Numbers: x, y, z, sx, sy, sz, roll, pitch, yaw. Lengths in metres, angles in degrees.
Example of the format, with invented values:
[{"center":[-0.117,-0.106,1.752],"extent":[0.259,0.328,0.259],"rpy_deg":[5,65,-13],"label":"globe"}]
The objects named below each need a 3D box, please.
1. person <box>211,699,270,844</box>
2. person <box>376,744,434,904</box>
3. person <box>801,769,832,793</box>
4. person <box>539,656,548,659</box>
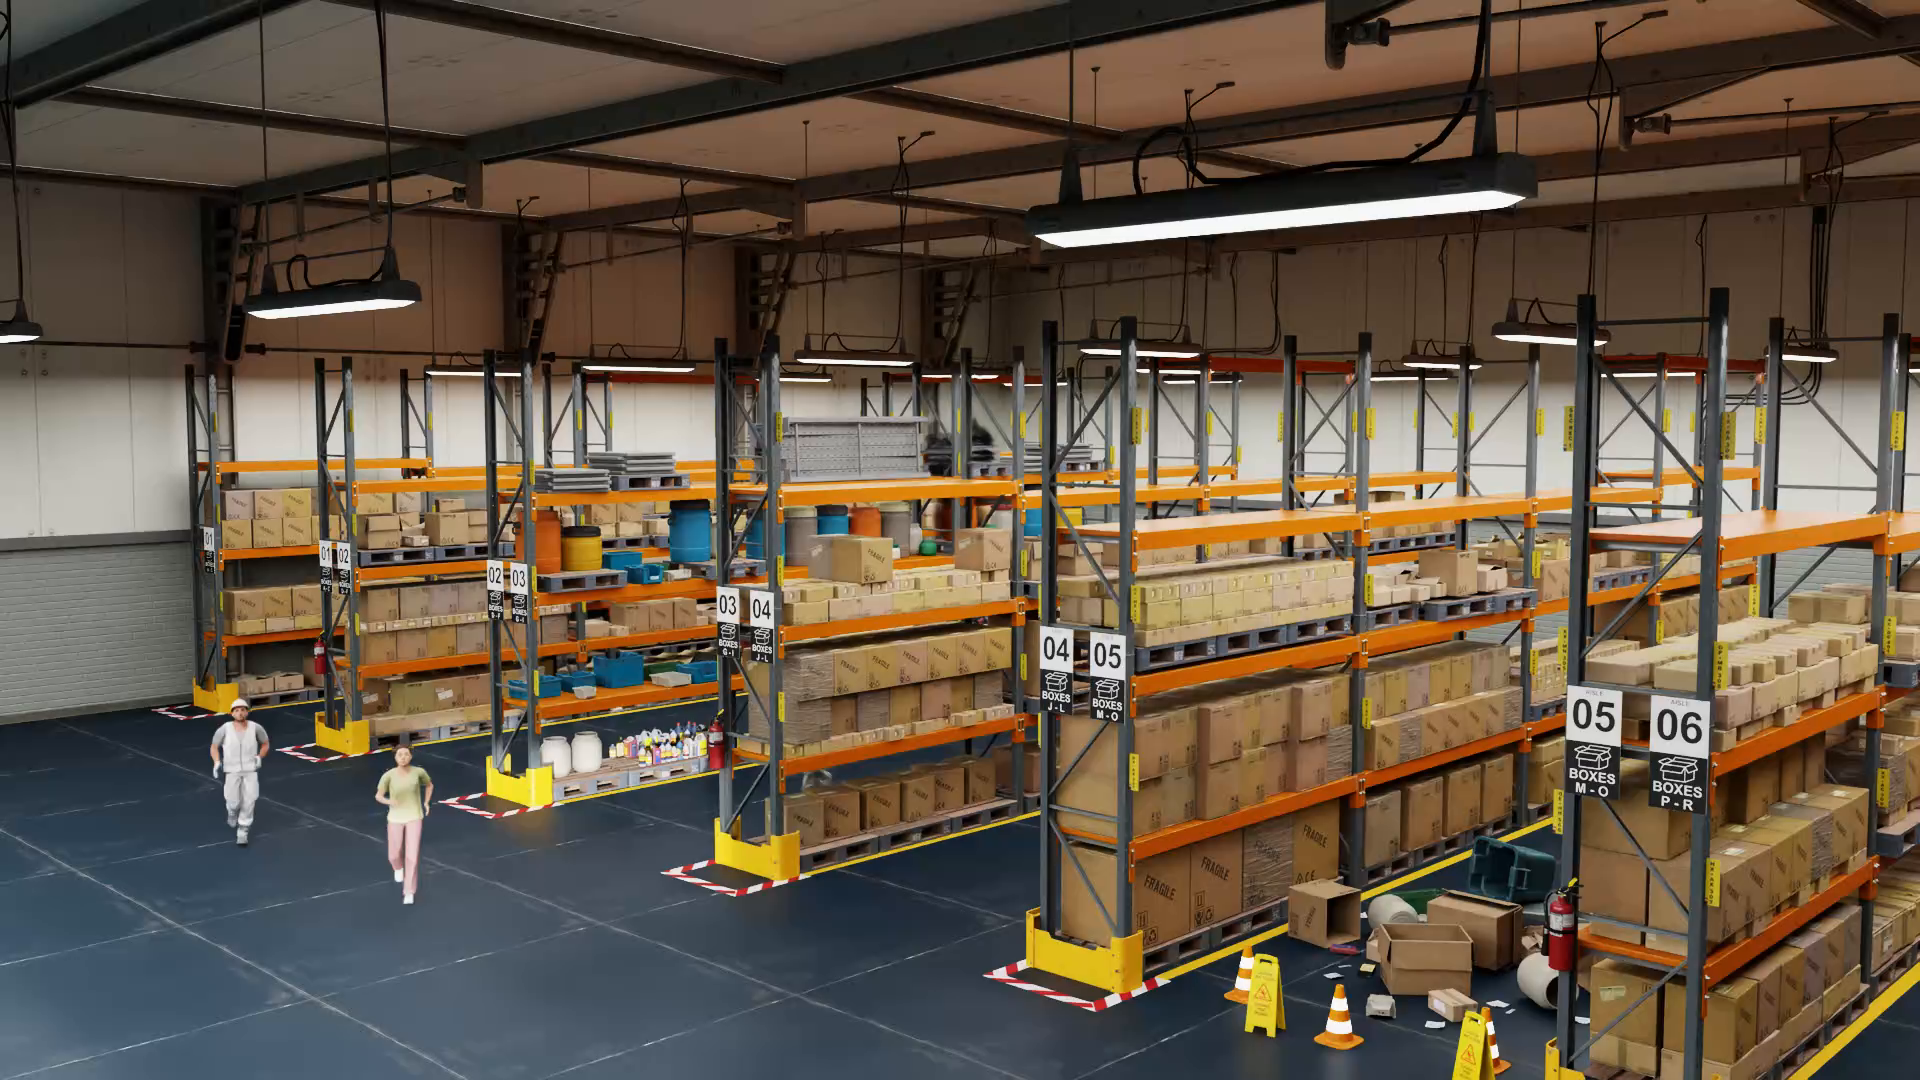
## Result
[{"center":[-8.624,2.773,19.964],"extent":[0.656,1.743,0.603],"rpy_deg":[-2,5,-27],"label":"person"},{"center":[-5.911,2.982,17.729],"extent":[0.589,1.640,0.867],"rpy_deg":[-1,5,-18],"label":"person"},{"center":[-1.928,2.611,21.643],"extent":[0.696,1.763,0.874],"rpy_deg":[3,5,32],"label":"person"},{"center":[-7.615,1.974,30.410],"extent":[0.705,1.750,0.687],"rpy_deg":[4,6,41],"label":"person"}]
